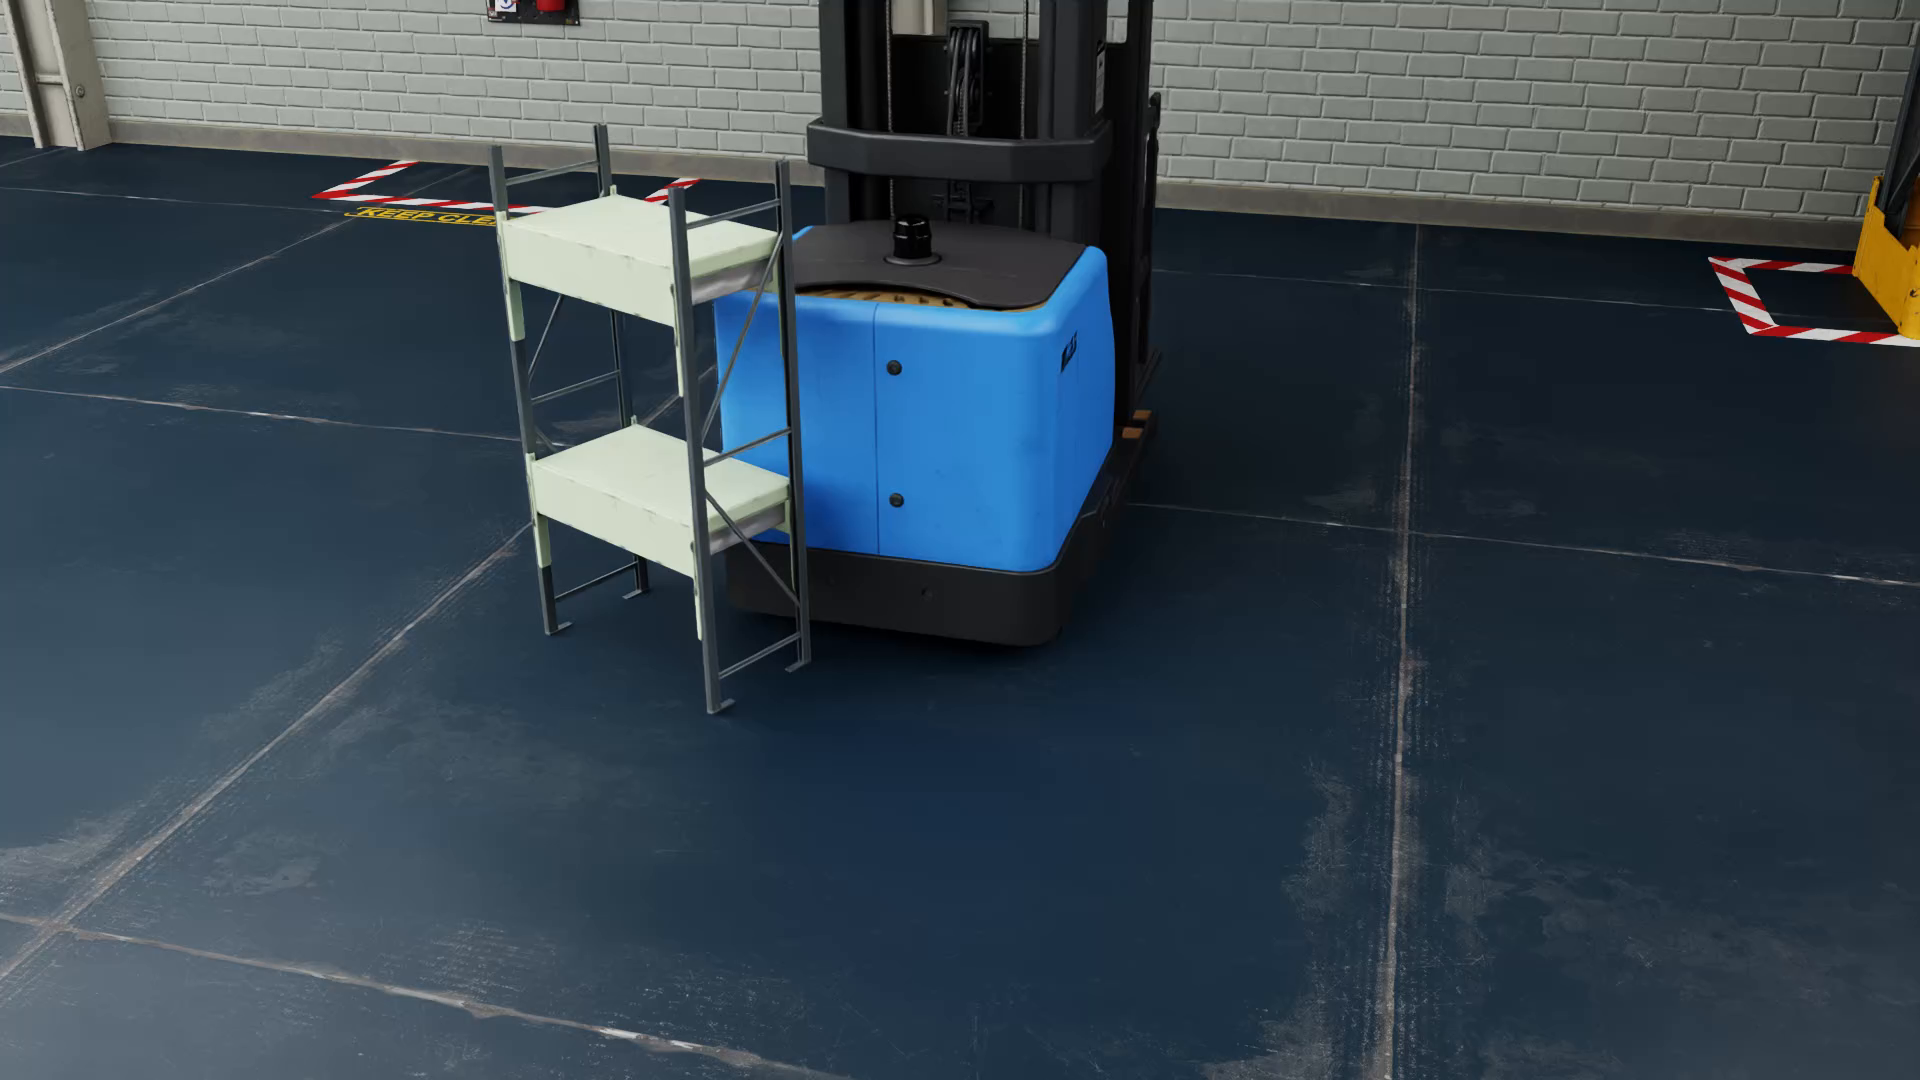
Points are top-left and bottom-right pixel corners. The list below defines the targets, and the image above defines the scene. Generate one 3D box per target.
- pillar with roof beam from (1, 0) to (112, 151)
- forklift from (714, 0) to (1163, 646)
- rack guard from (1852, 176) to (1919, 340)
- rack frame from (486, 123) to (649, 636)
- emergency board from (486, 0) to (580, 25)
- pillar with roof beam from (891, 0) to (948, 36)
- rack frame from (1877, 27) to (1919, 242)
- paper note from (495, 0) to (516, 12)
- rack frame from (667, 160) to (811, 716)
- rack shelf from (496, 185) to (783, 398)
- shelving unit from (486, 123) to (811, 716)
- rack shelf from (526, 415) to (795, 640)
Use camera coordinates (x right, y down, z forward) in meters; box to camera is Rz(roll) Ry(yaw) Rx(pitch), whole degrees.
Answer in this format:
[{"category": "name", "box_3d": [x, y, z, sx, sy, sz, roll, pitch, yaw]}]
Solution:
[{"category": "pillar with roof beam", "box_3d": [-7.186, -5.005, 5.795, 0.400, 9.000, 9.100, 6, 26, 13]}, {"category": "forklift", "box_3d": [0.147, -1.619, 5.742, 1.130, 2.935, 3.031, 7, 26, 13]}, {"category": "rack guard", "box_3d": [4.689, -1.382, 8.072, 0.348, 0.500, 1.175, 6, 26, 13]}, {"category": "rack frame", "box_3d": [-1.145, -0.449, 4.949, 0.023, 1.500, 0.400, 20, 32, 35]}, {"category": "emergency board", "box_3d": [-2.686, -3.727, 10.089, 0.643, 1.169, 0.194, 6, 26, 13]}, {"category": "pillar with roof beam", "box_3d": [-1.375, -4.363, 4.445, 0.400, 9.000, 9.100, 6, 26, 13]}, {"category": "rack frame", "box_3d": [4.615, -2.519, 7.551, 0.127, 3.000, 1.000, 6, 26, 13]}, {"category": "paper note", "box_3d": [-2.841, -3.377, 10.378, 0.142, 0.148, 0.016, 6, 26, 13]}, {"category": "rack frame", "box_3d": [-0.581, -0.249, 4.528, 0.023, 1.500, 0.400, 20, 32, 35]}, {"category": "rack shelf", "box_3d": [-0.863, -0.701, 4.571, 0.720, 0.370, 0.431, 20, 32, 35]}, {"category": "shelving unit", "box_3d": [-0.863, -0.349, 4.738, 0.755, 1.500, 0.431, 20, 32, 35]}, {"category": "rack shelf", "box_3d": [-0.863, -0.055, 4.879, 0.720, 0.370, 0.431, 20, 32, 35]}]
